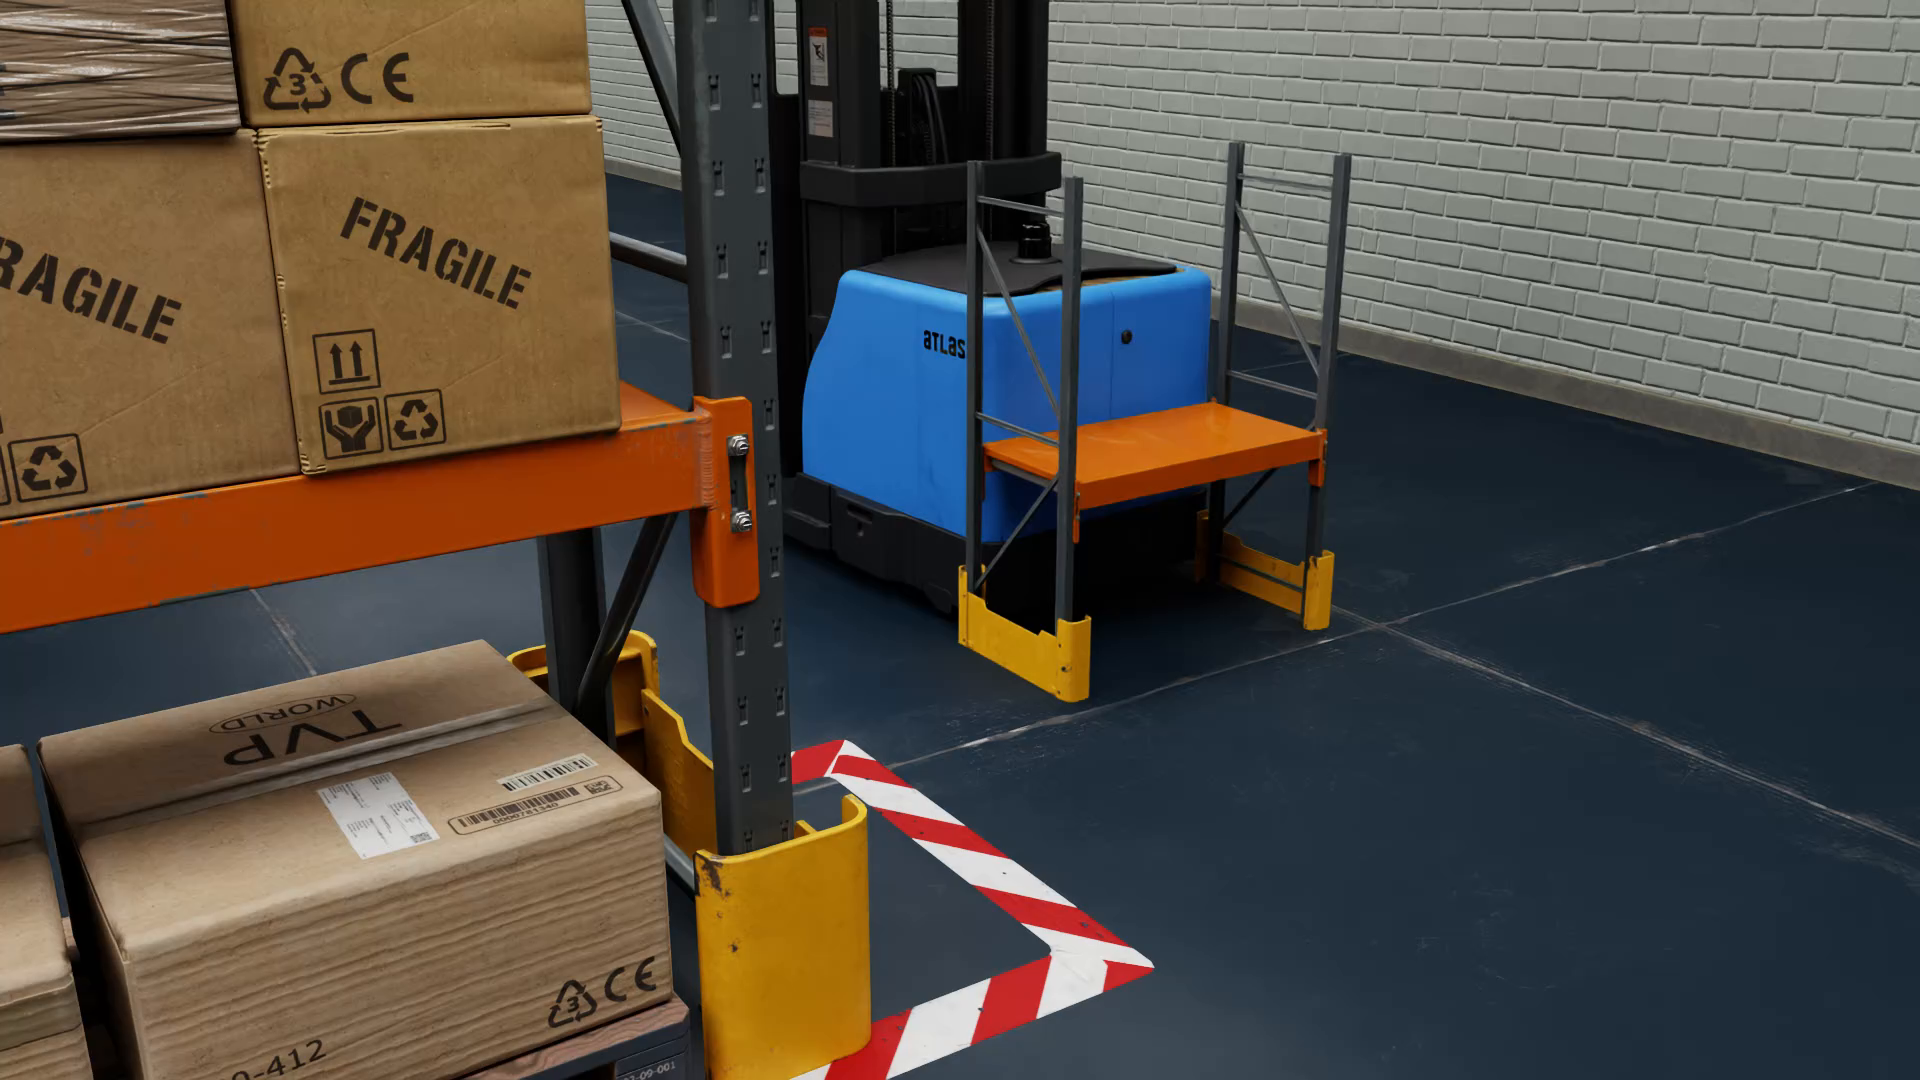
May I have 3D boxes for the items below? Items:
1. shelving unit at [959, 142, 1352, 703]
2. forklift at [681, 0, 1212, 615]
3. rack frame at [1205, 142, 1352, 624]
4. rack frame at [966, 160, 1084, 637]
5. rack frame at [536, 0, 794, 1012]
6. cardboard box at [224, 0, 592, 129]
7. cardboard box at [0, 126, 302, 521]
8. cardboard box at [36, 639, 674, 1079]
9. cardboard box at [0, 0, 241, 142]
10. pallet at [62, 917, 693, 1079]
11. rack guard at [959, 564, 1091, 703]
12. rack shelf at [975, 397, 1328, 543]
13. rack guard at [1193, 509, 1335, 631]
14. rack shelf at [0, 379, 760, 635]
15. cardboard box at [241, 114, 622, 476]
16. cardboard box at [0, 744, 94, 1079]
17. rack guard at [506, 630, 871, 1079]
[{"bbox_3d":[0.599,-0.408,5.106,1.083,1.500,0.587,-12,23,-32],"label":"shelving unit"},{"bbox_3d":[-0.447,-1.551,6.255,1.130,2.935,3.031,-14,23,-36],"label":"forklift"},{"bbox_3d":[1.011,-0.498,5.373,0.032,1.500,0.500,-12,23,-32],"label":"rack frame"},{"bbox_3d":[0.172,-0.314,4.829,0.032,1.500,0.500,-12,23,-32],"label":"rack frame"},{"bbox_3d":[-0.636,-0.547,3.179,0.127,3.000,1.000,-12,22,-31],"label":"rack frame"},{"bbox_3d":[-0.908,-0.919,2.563,0.500,0.500,0.500,-11,22,-30],"label":"cardboard box"},{"bbox_3d":[-1.321,-0.354,2.453,0.500,0.500,0.500,-12,22,-33],"label":"cardboard box"},{"bbox_3d":[-1.133,0.611,3.099,0.875,0.438,0.875,-13,23,-33],"label":"cardboard box"},{"bbox_3d":[-1.329,-0.819,2.268,0.500,0.500,0.500,-12,22,-31],"label":"cardboard box"},{"bbox_3d":[-1.261,0.936,3.147,1.213,0.211,1.003,-12,22,-31],"label":"pallet"},{"bbox_3d":[0.187,0.274,5.042,0.087,0.250,0.587,-12,23,-32],"label":"rack guard"},{"bbox_3d":[0.591,-0.236,5.159,1.000,0.185,0.538,-12,23,-32],"label":"rack shelf"},{"bbox_3d":[1.009,0.093,5.575,0.087,0.250,0.587,-12,23,-32],"label":"rack guard"},{"bbox_3d":[-2.307,0.146,2.252,4.000,0.370,1.077,-12,22,-31],"label":"rack shelf"},{"bbox_3d":[-0.894,-0.438,2.702,0.500,0.500,0.500,-12,22,-31],"label":"cardboard box"},{"bbox_3d":[-1.892,0.774,2.615,0.875,0.438,0.875,-11,22,-30],"label":"cardboard box"},{"bbox_3d":[-0.616,0.633,3.592,0.348,0.500,1.175,-12,22,-31],"label":"rack guard"}]
